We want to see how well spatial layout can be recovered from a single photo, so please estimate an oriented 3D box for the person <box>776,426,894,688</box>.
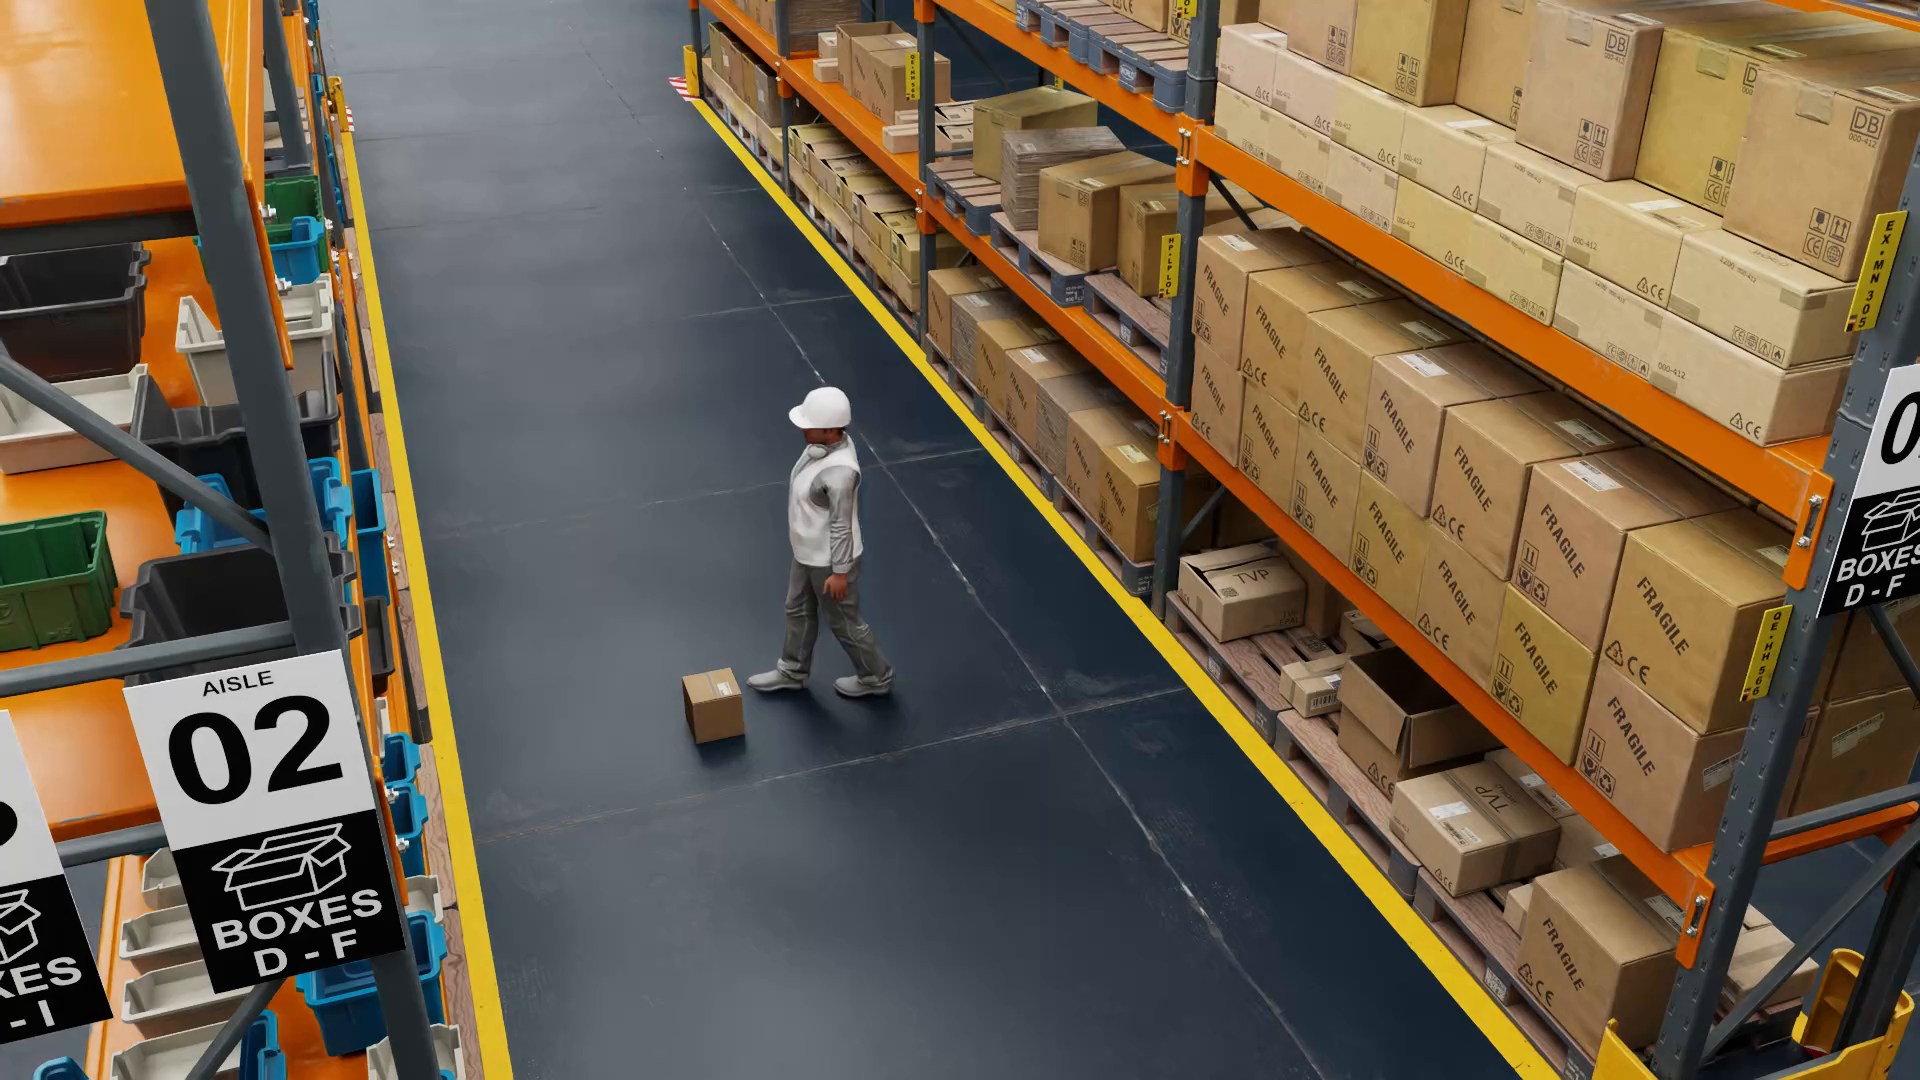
[{"bbox_3d":[-0.647,0.110,8.310,0.595,1.470,0.446,-6,30,-10],"label":"person"}]
